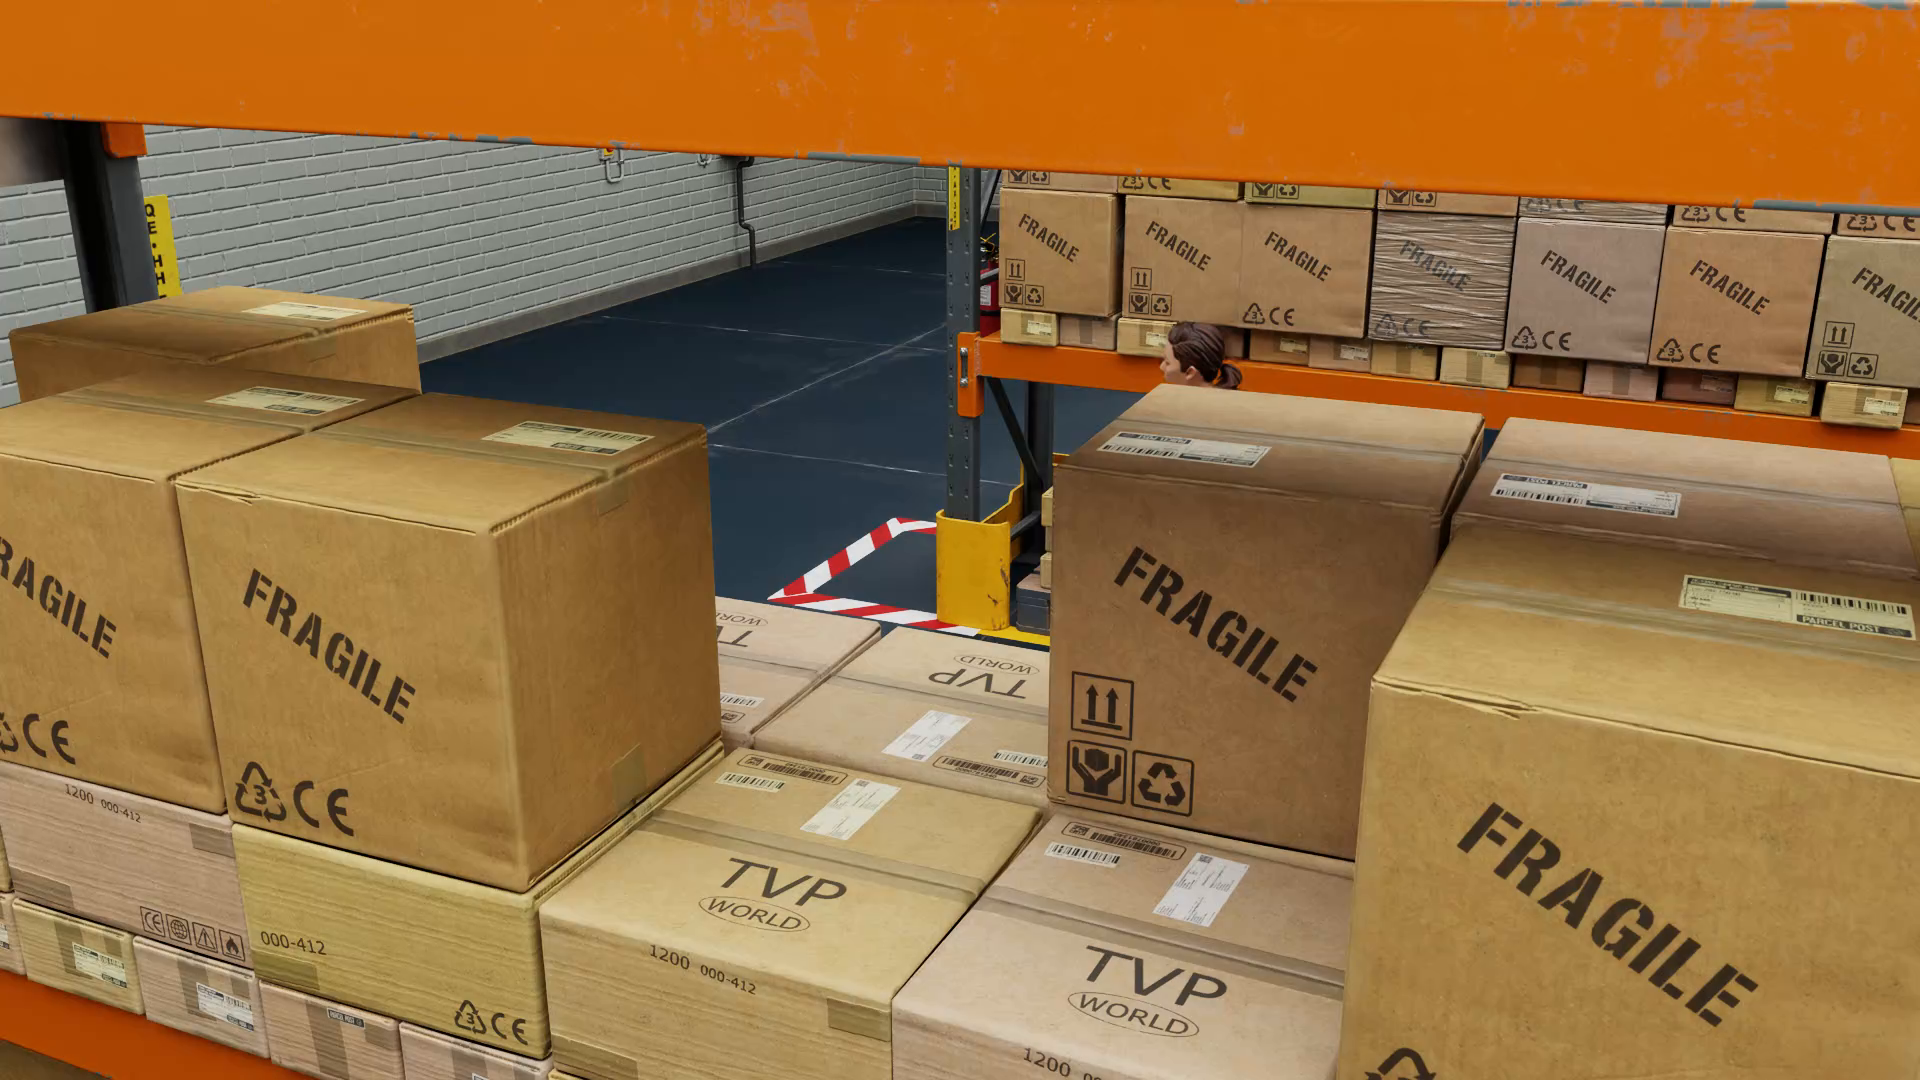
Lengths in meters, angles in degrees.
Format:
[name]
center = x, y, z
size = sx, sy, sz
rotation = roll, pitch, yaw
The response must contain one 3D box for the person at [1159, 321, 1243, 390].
[person]
center = 0.842, 0.049, 5.909
size = 0.486, 1.673, 0.546
rotation = -14, 24, -35
